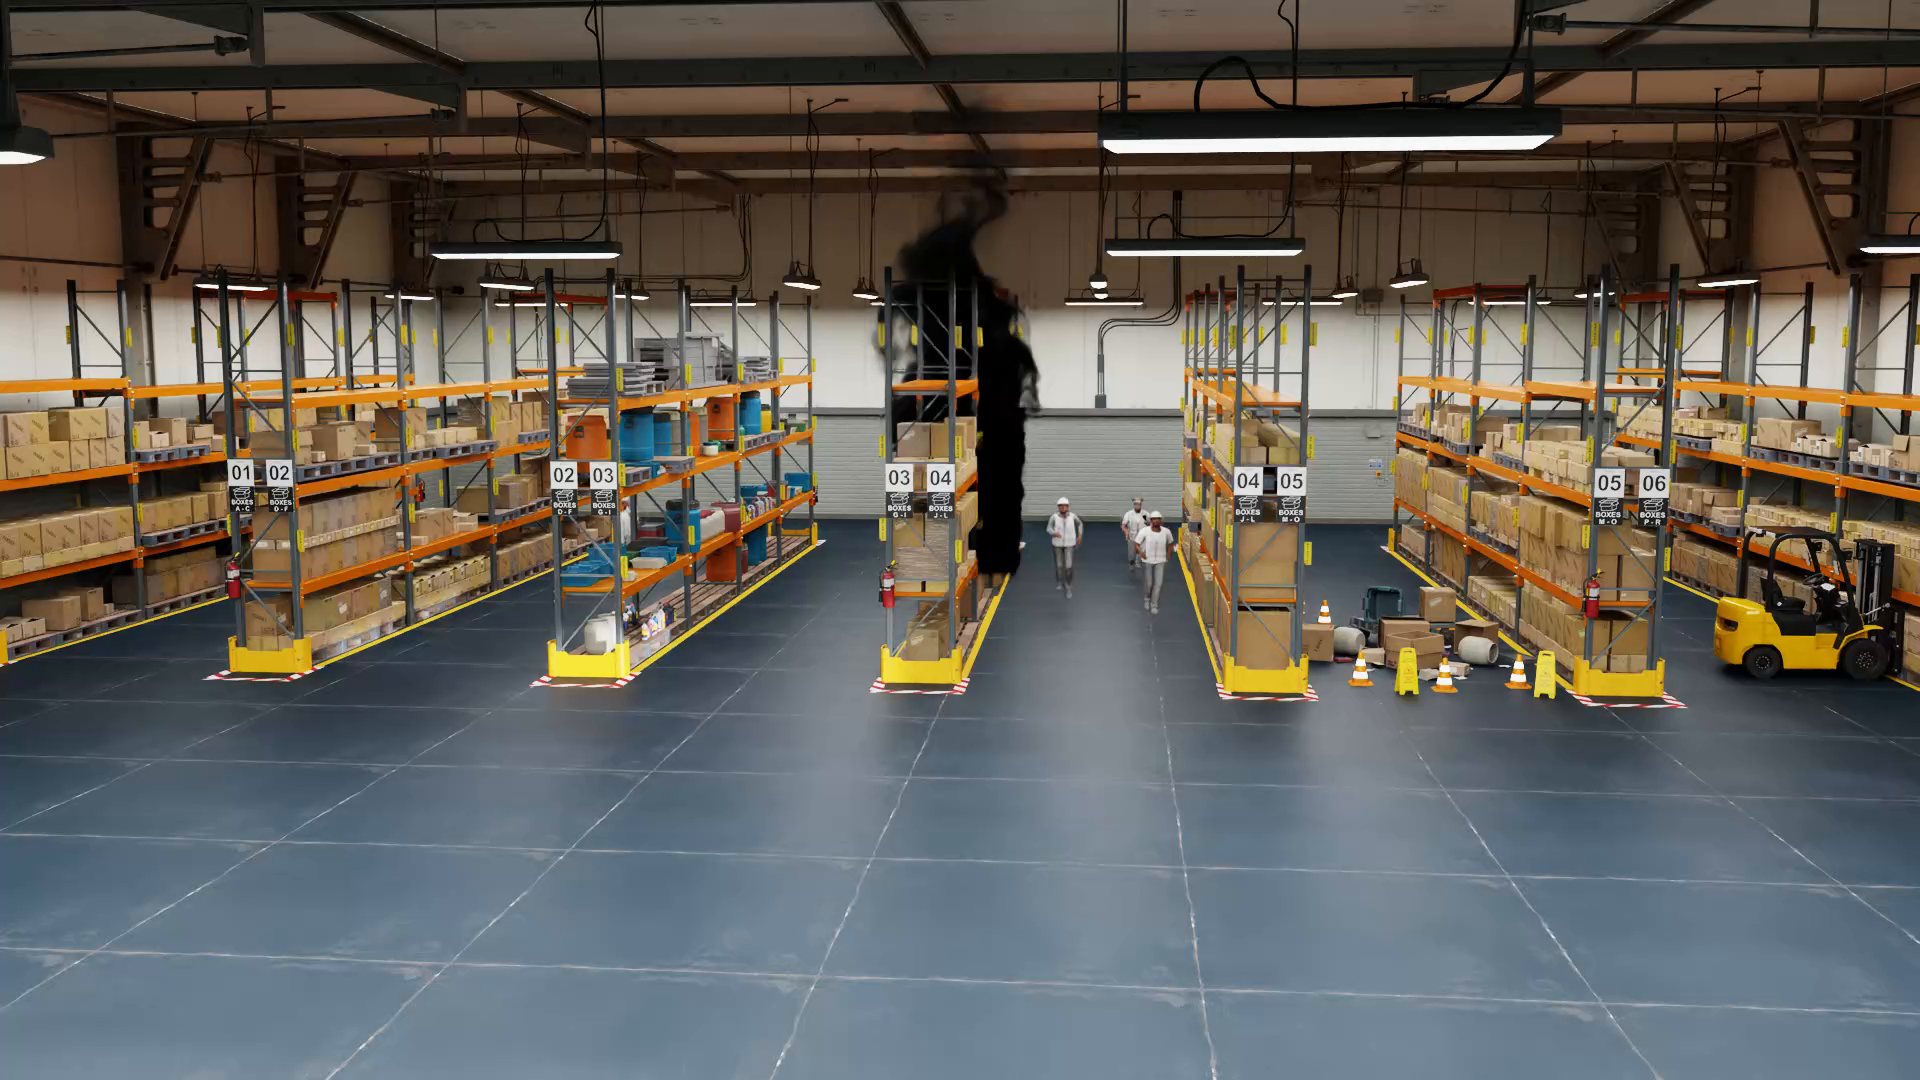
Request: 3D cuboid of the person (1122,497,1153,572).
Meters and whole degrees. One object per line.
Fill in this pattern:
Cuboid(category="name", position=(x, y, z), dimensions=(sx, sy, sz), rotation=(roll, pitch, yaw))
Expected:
Cuboid(category="person", position=(3.679, -0.090, 34.348), dimensions=(0.677, 1.600, 0.878), rotation=(0, 7, 3))

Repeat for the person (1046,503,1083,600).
Cuboid(category="person", position=(1.922, 0.186, 30.616), dimensions=(0.672, 1.840, 0.723), rotation=(0, 7, 4))

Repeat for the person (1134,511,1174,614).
Cuboid(category="person", position=(3.350, 0.376, 28.569), dimensions=(0.697, 1.757, 0.703), rotation=(0, 7, -3))

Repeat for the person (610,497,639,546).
Cuboid(category="person", position=(-7.108, -0.228, 35.172), dimensions=(0.587, 1.386, 0.588), rotation=(-1, 7, -5))
